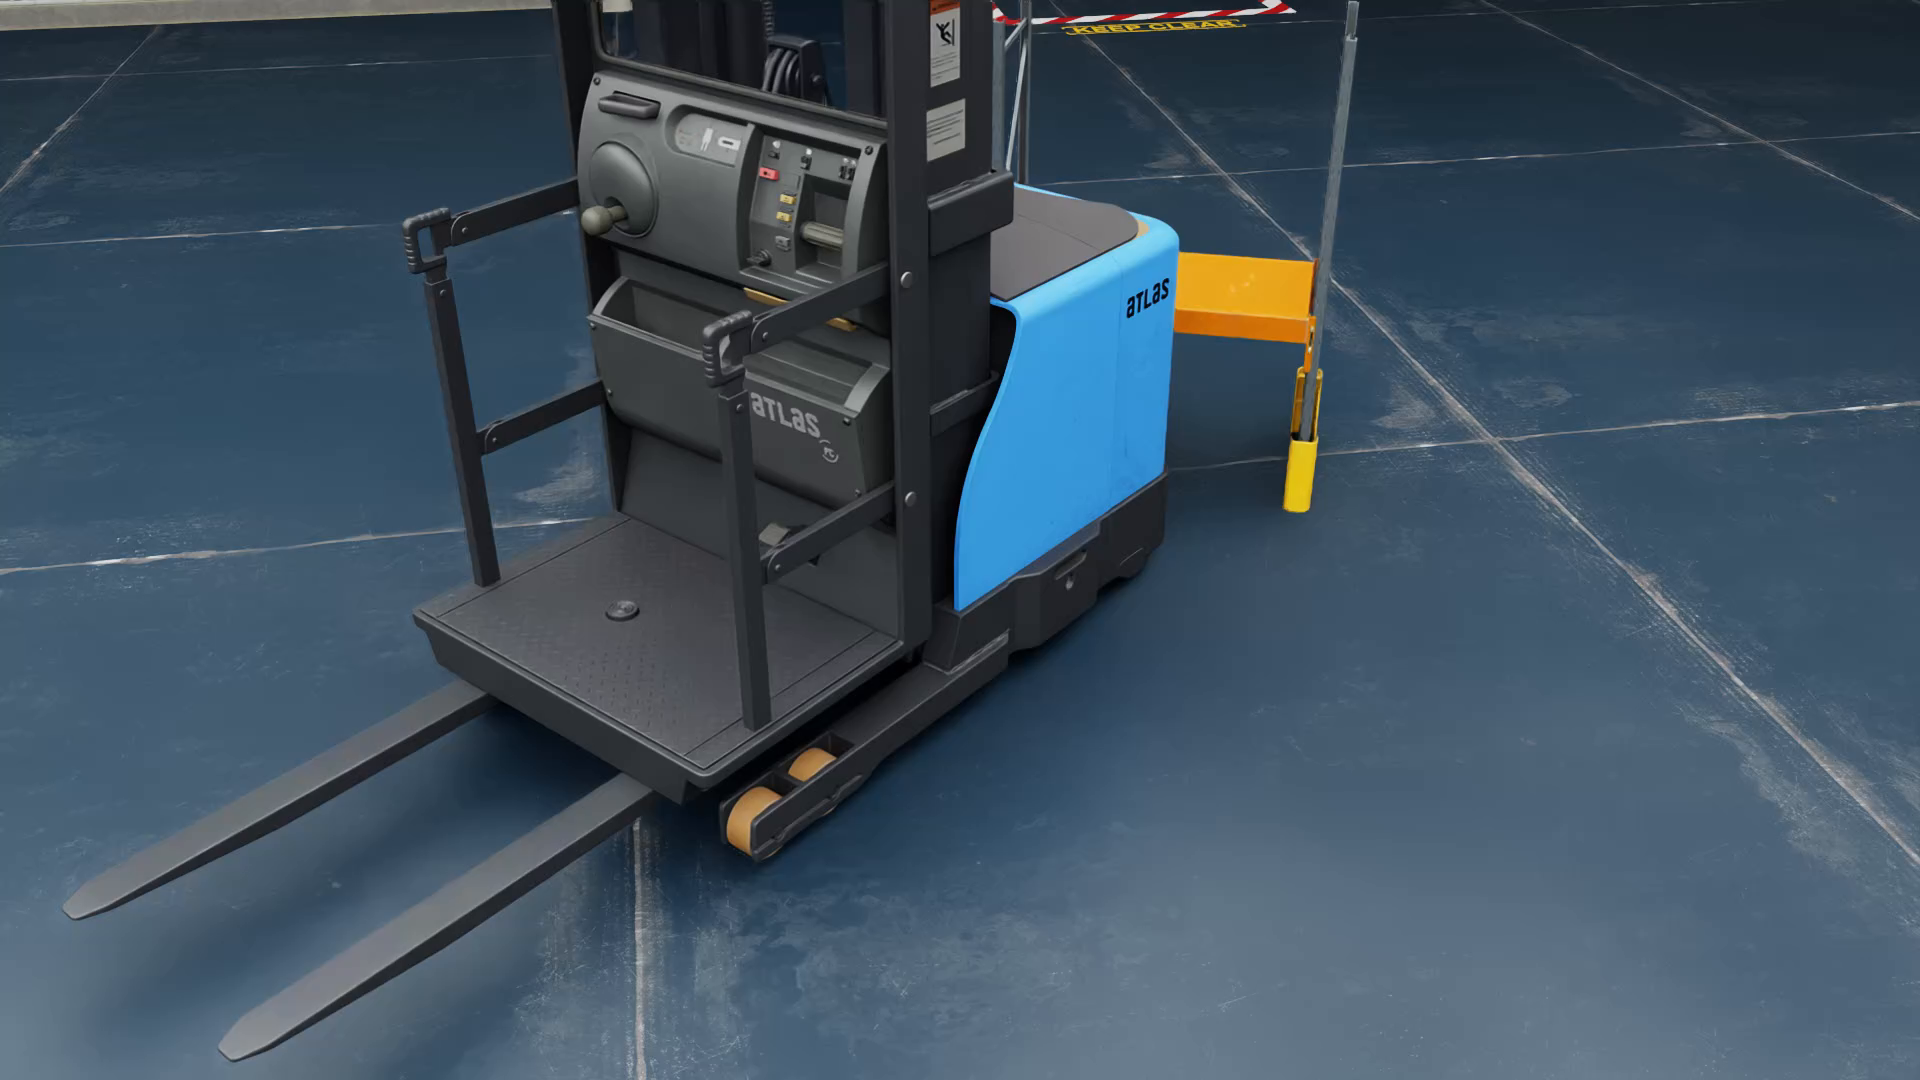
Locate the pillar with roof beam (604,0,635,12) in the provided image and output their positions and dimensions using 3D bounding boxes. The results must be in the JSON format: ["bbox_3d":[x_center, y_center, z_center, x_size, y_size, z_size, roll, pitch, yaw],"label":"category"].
[{"bbox_3d":[-1.591,-5.394,5.545,0.400,9.000,9.100,-5,31,-9],"label":"pillar with roof beam"}]

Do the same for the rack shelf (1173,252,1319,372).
[{"bbox_3d":[0.660,-0.785,5.460,1.000,0.185,0.538,6,31,11],"label":"rack shelf"}]

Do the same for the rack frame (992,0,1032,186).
[{"bbox_3d":[0.163,-0.995,5.462,0.032,1.500,0.500,6,31,11],"label":"rack frame"}]

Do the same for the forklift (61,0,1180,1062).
[{"bbox_3d":[-0.685,-0.791,3.704,1.130,2.935,3.031,22,37,33],"label":"forklift"}]

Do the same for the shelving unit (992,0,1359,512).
[{"bbox_3d":[0.669,-0.939,5.367,1.083,1.500,0.587,6,31,11],"label":"shelving unit"}]

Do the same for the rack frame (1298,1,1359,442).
[{"bbox_3d":[1.157,-0.885,5.276,0.032,1.500,0.500,6,31,11],"label":"rack frame"}]

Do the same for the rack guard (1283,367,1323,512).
[{"bbox_3d":[1.155,-0.347,5.593,0.087,0.250,0.587,6,31,11],"label":"rack guard"}]
